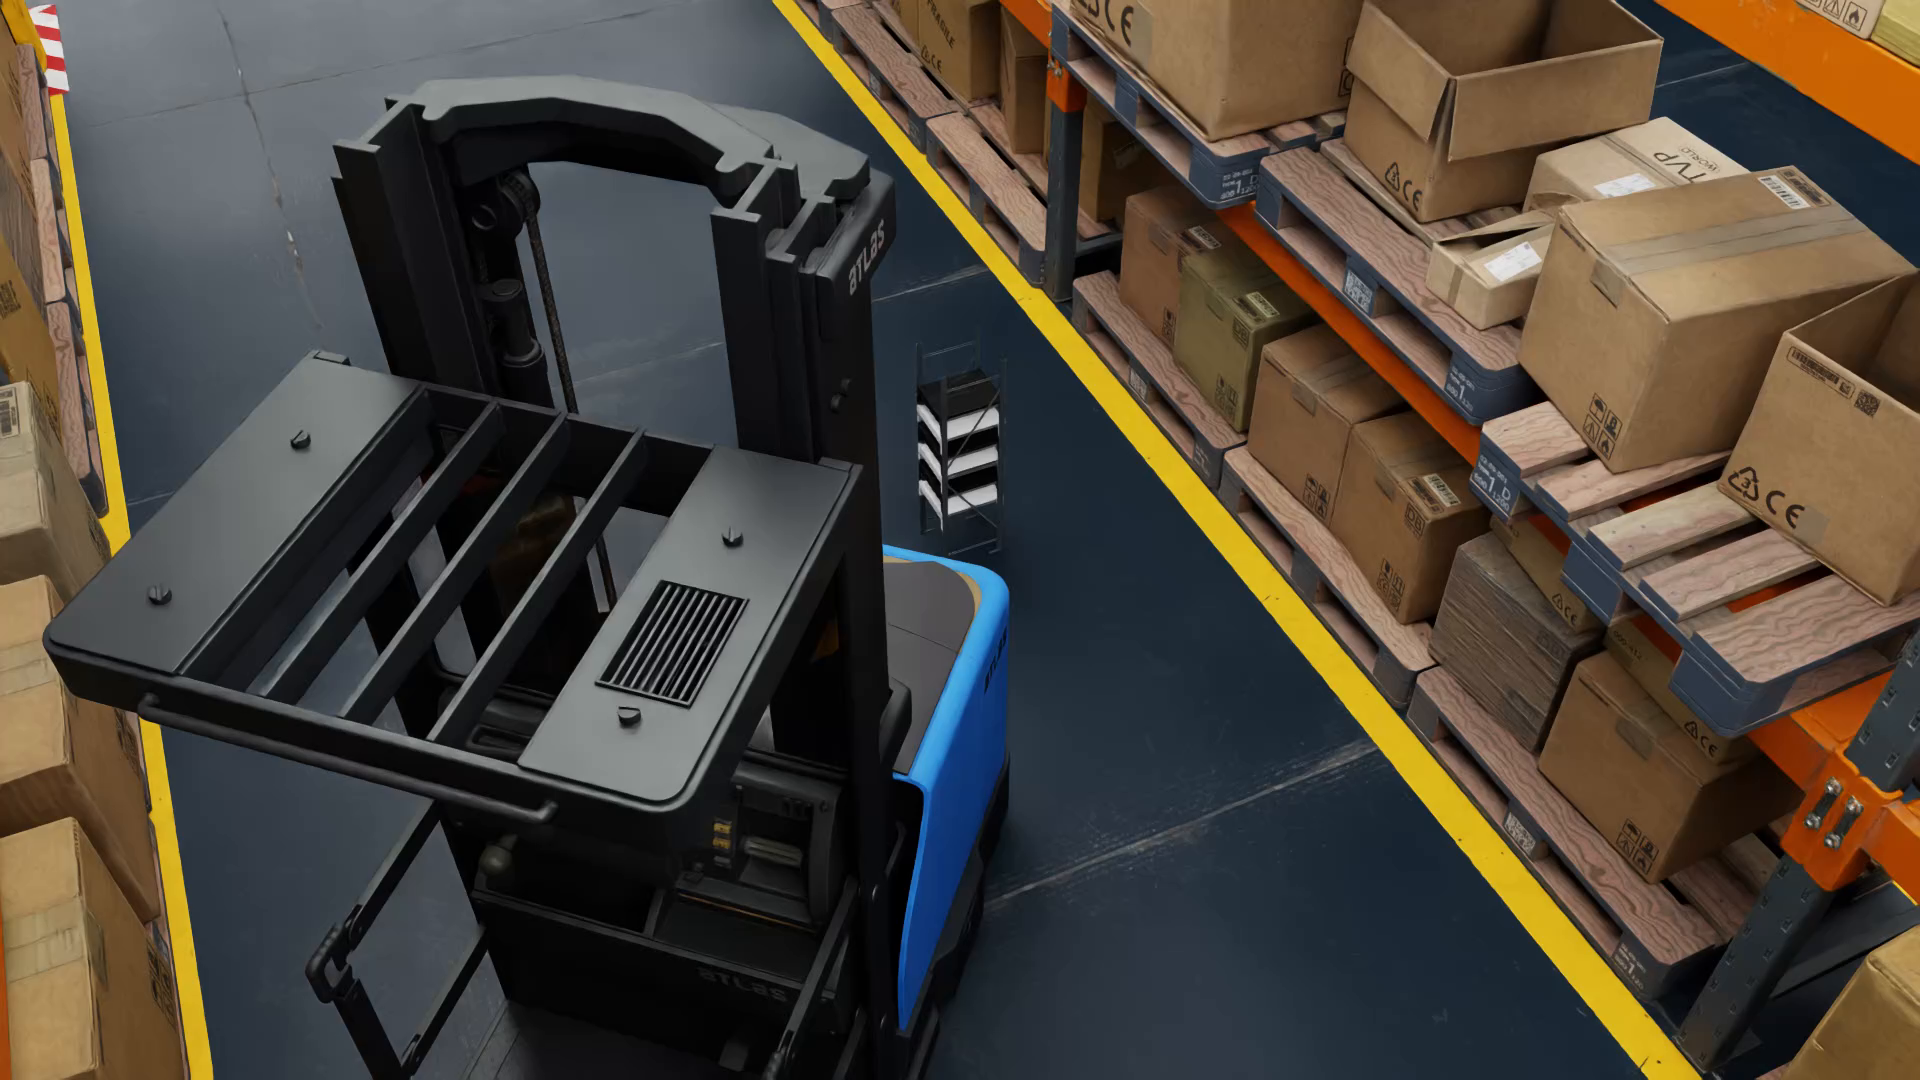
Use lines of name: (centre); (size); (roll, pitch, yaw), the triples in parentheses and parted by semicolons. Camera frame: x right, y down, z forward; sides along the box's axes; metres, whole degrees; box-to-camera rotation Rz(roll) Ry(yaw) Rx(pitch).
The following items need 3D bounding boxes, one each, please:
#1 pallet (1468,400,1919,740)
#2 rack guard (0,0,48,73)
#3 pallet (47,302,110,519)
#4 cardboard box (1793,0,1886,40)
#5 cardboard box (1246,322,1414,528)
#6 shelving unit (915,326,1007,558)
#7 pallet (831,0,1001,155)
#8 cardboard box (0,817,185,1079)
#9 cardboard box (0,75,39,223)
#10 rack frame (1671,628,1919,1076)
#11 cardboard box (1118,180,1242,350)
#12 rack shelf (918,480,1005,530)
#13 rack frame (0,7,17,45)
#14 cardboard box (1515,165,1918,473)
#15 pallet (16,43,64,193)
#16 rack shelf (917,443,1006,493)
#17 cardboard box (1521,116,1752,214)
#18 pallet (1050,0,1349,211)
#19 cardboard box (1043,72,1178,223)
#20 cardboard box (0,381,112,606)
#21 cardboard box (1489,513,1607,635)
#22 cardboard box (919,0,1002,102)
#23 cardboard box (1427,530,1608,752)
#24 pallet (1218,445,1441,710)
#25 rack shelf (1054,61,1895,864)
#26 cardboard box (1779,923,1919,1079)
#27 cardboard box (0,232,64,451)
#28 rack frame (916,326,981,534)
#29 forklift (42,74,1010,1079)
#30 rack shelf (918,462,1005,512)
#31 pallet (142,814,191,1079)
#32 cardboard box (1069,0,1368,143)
pallet: (2.132, -0.091, 4.344); (1.213, 0.211, 1.003); (-18, 47, -17)
rack guard: (-5.389, -2.560, 8.489); (1.175, 0.500, 0.348); (-18, 47, -17)
pallet: (-3.945, -0.401, 6.506); (1.003, 0.211, 1.213); (-18, 47, -17)
cardboard box: (1.885, -1.294, 3.397); (0.500, 0.250, 0.500); (-18, 47, -18)
cardboard box: (1.504, -0.489, 6.077); (0.700, 0.500, 0.500); (-22, 49, -21)
shelving unit: (0.003, -0.315, 5.929); (0.258, 0.900, 0.210); (-18, 47, -17)
pallet: (0.015, -2.490, 8.623); (1.003, 0.211, 1.213); (-18, 47, -17)
cardboard box: (-2.560, 1.344, 4.055); (1.050, 0.750, 0.750); (-17, 47, -17)
cardboard box: (-4.661, -1.855, 7.208); (0.875, 0.875, 0.875); (-19, 48, -18)
rack frame: (2.528, 0.263, 3.848); (1.000, 3.000, 0.127); (-18, 47, -17)
cardboard box: (1.085, -1.155, 6.752); (0.700, 0.500, 0.500); (-22, 49, -20)
rack shelf: (0.003, -0.163, 6.079); (0.258, 0.077, 0.200); (-18, 47, -17)
rack frame: (-5.378, -3.435, 7.595); (1.000, 3.000, 0.127); (-18, 47, -17)
cardboard box: (1.939, -0.581, 4.333); (0.700, 0.500, 0.500); (-12, 46, -12)
pallet: (-4.971, -1.956, 8.082); (1.003, 0.211, 1.213); (-18, 47, -17)
rack shelf: (0.003, -0.291, 5.952); (0.258, 0.077, 0.200); (-18, 47, -17)
cardboard box: (2.032, -0.969, 4.904); (0.500, 0.250, 0.500); (-19, 48, -19)
pallet: (1.036, -1.688, 5.961); (1.003, 0.211, 1.213); (-18, 47, -17)
cardboard box: (0.714, -1.812, 7.432); (0.500, 0.500, 0.500); (-19, 48, -19)
cardboard box: (-3.354, 0.135, 5.281); (1.050, 0.750, 0.750); (-18, 47, -18)
cardboard box: (1.987, -0.024, 5.071); (0.500, 0.250, 0.500); (-13, 46, -13)
cardboard box: (0.134, -2.548, 8.177); (0.500, 0.500, 0.500); (-22, 49, -21)
cardboard box: (1.983, 0.225, 5.352); (0.700, 0.500, 0.500); (-22, 49, -21)
pallet: (1.692, -0.019, 6.119); (1.003, 0.211, 1.213); (-18, 47, -17)
rack shelf: (1.687, -0.755, 5.392); (1.077, 0.370, 4.000); (-18, 47, -17)
cardboard box: (2.799, 1.316, 3.995); (1.225, 0.875, 0.875); (-20, 48, -19)
cardboard box: (-3.897, -0.700, 6.038); (0.875, 0.875, 0.875); (-17, 47, -17)
rack frame: (-0.039, -0.380, 5.994); (0.240, 0.900, 0.006); (-18, 47, -17)
forklift: (-0.771, 0.696, 3.458); (1.130, 2.935, 3.031); (12, 46, 12)
rack shelf: (0.003, -0.227, 6.015); (0.258, 0.077, 0.200); (-18, 47, -17)
pallet: (-2.787, 1.355, 4.726); (1.003, 0.211, 1.213); (-18, 47, -17)
cardboard box: (1.053, -2.101, 5.518); (1.000, 1.000, 1.000); (-18, 47, -17)
